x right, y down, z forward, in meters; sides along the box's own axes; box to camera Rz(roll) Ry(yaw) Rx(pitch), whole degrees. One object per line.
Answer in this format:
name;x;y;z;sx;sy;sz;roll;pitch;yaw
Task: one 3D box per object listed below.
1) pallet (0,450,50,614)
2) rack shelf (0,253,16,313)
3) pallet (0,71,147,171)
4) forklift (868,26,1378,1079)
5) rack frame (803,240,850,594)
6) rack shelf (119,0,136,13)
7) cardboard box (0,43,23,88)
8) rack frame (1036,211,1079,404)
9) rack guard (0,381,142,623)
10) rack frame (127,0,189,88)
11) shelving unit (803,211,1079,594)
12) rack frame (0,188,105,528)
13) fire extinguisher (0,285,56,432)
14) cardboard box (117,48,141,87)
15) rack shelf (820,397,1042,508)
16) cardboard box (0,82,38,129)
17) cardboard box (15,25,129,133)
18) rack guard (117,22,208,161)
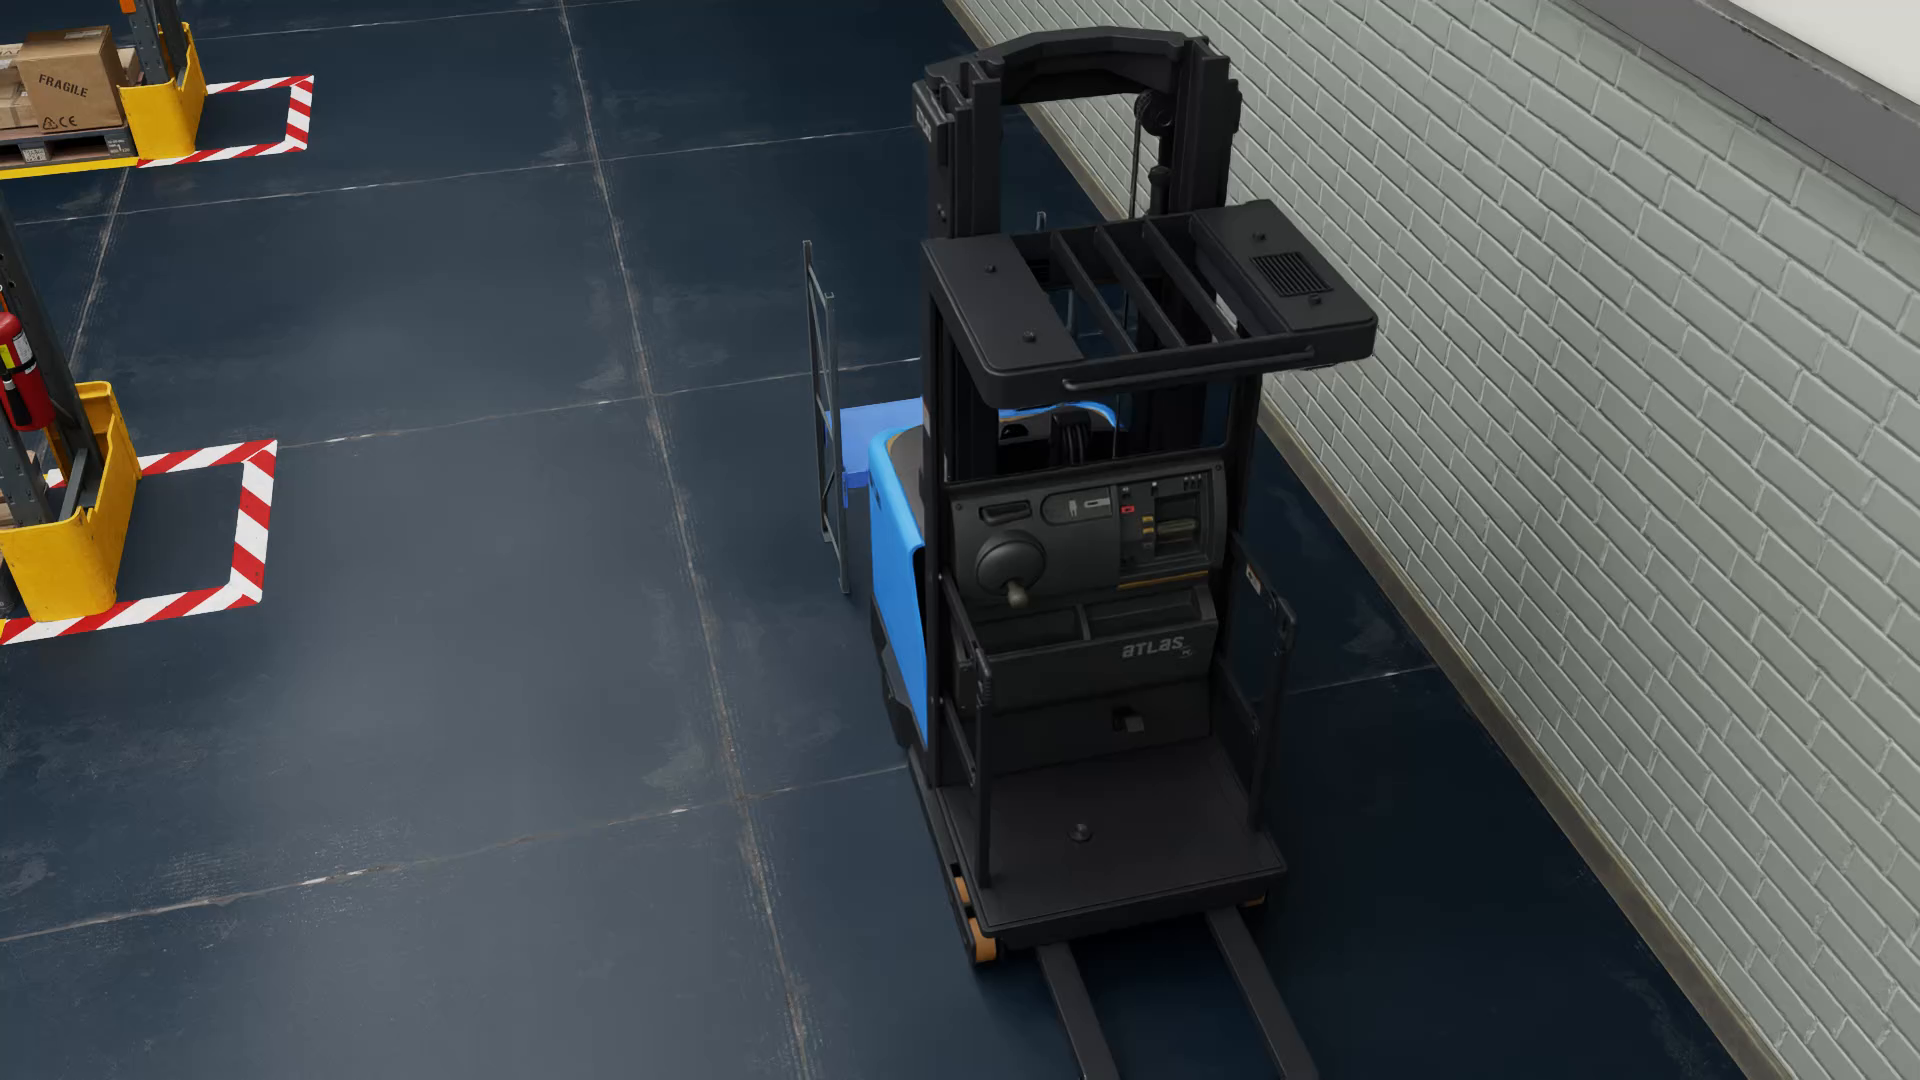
pallet;-4.880;0.037;7.528;1.213;0.211;1.003;-9;38;-12
rack shelf;-6.005;-0.576;6.626;4.000;0.370;1.077;-9;38;-12
pallet;-6.205;-2.838;11.286;1.213;0.211;1.003;-9;38;-12
forklift;0.485;0.050;5.272;1.130;2.935;3.031;-9;38;-11
rack frame;-0.573;-0.502;7.171;0.032;1.500;0.500;-9;38;-12
rack shelf;-7.293;-3.482;10.425;4.000;0.370;1.077;-9;38;-12
cardboard box;-6.444;-3.168;11.324;0.500;0.250;0.500;-9;38;-12
rack frame;0.408;-0.663;7.382;0.032;1.500;0.500;-9;38;-12
rack guard;-4.054;-0.197;7.596;0.348;0.500;1.175;-9;38;-12
rack frame;-5.362;-4.084;10.621;0.127;3.000;1.000;-9;38;-12
shelving unit;-0.082;-0.582;7.277;1.048;1.500;0.538;-9;38;-12
rack frame;-4.074;-1.178;6.822;0.127;3.000;1.000;-9;38;-12
fire extinguisher;-3.810;-0.757;6.641;0.183;0.674;0.296;-9;38;-12
cardboard box;-5.856;-3.262;11.530;0.250;0.149;0.380;-9;38;-12
rack shelf;-0.082;-0.439;7.386;1.000;0.185;0.538;-9;38;-12
cardboard box;-6.237;-2.892;11.031;0.250;0.166;0.380;-9;38;-12
cardboard box;-5.823;-3.036;10.945;0.500;0.500;0.500;-9;38;-12
rack guard;-5.435;-3.080;11.364;0.348;0.500;1.175;-9;38;-12
